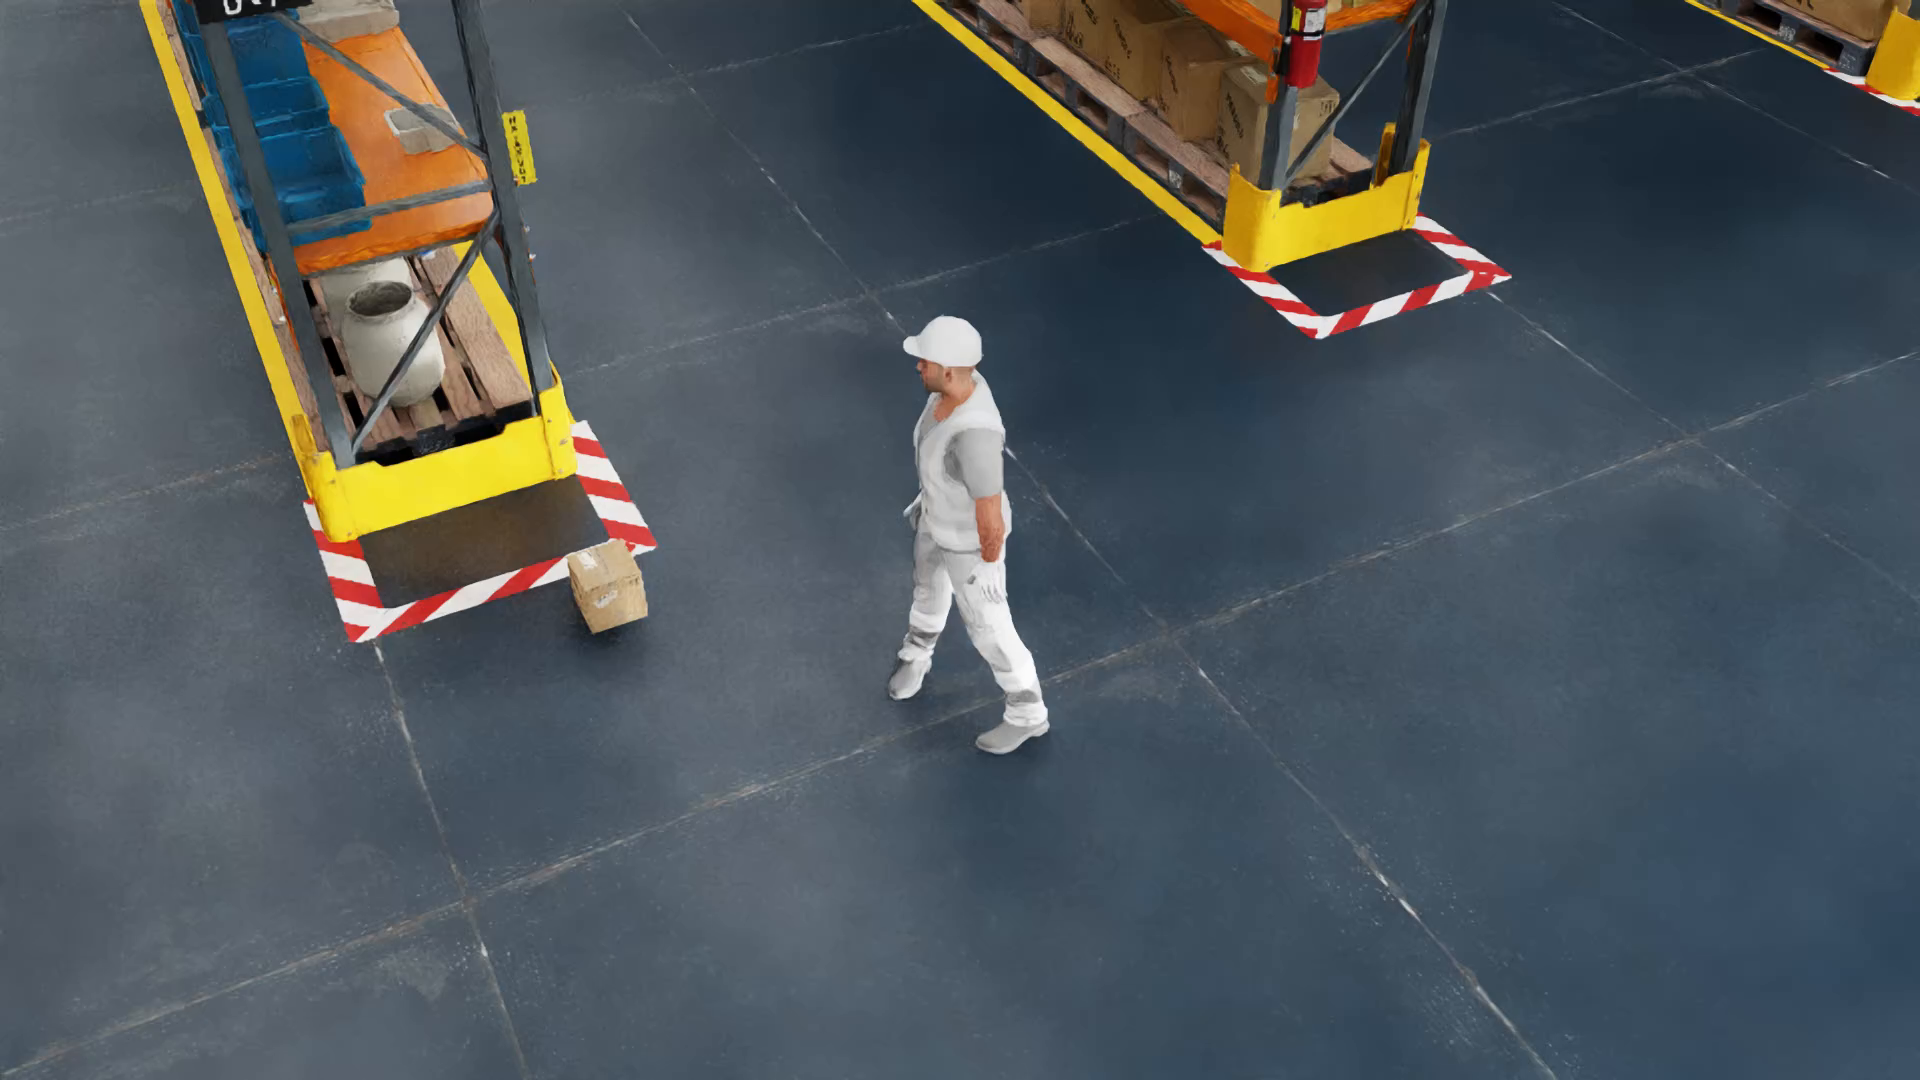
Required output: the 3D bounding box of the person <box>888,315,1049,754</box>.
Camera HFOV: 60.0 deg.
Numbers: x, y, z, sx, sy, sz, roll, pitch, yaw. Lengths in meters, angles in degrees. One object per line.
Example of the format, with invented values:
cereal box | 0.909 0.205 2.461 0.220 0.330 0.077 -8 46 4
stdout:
person | 0.010 -0.013 6.157 0.570 1.780 0.649 -10 42 -12
